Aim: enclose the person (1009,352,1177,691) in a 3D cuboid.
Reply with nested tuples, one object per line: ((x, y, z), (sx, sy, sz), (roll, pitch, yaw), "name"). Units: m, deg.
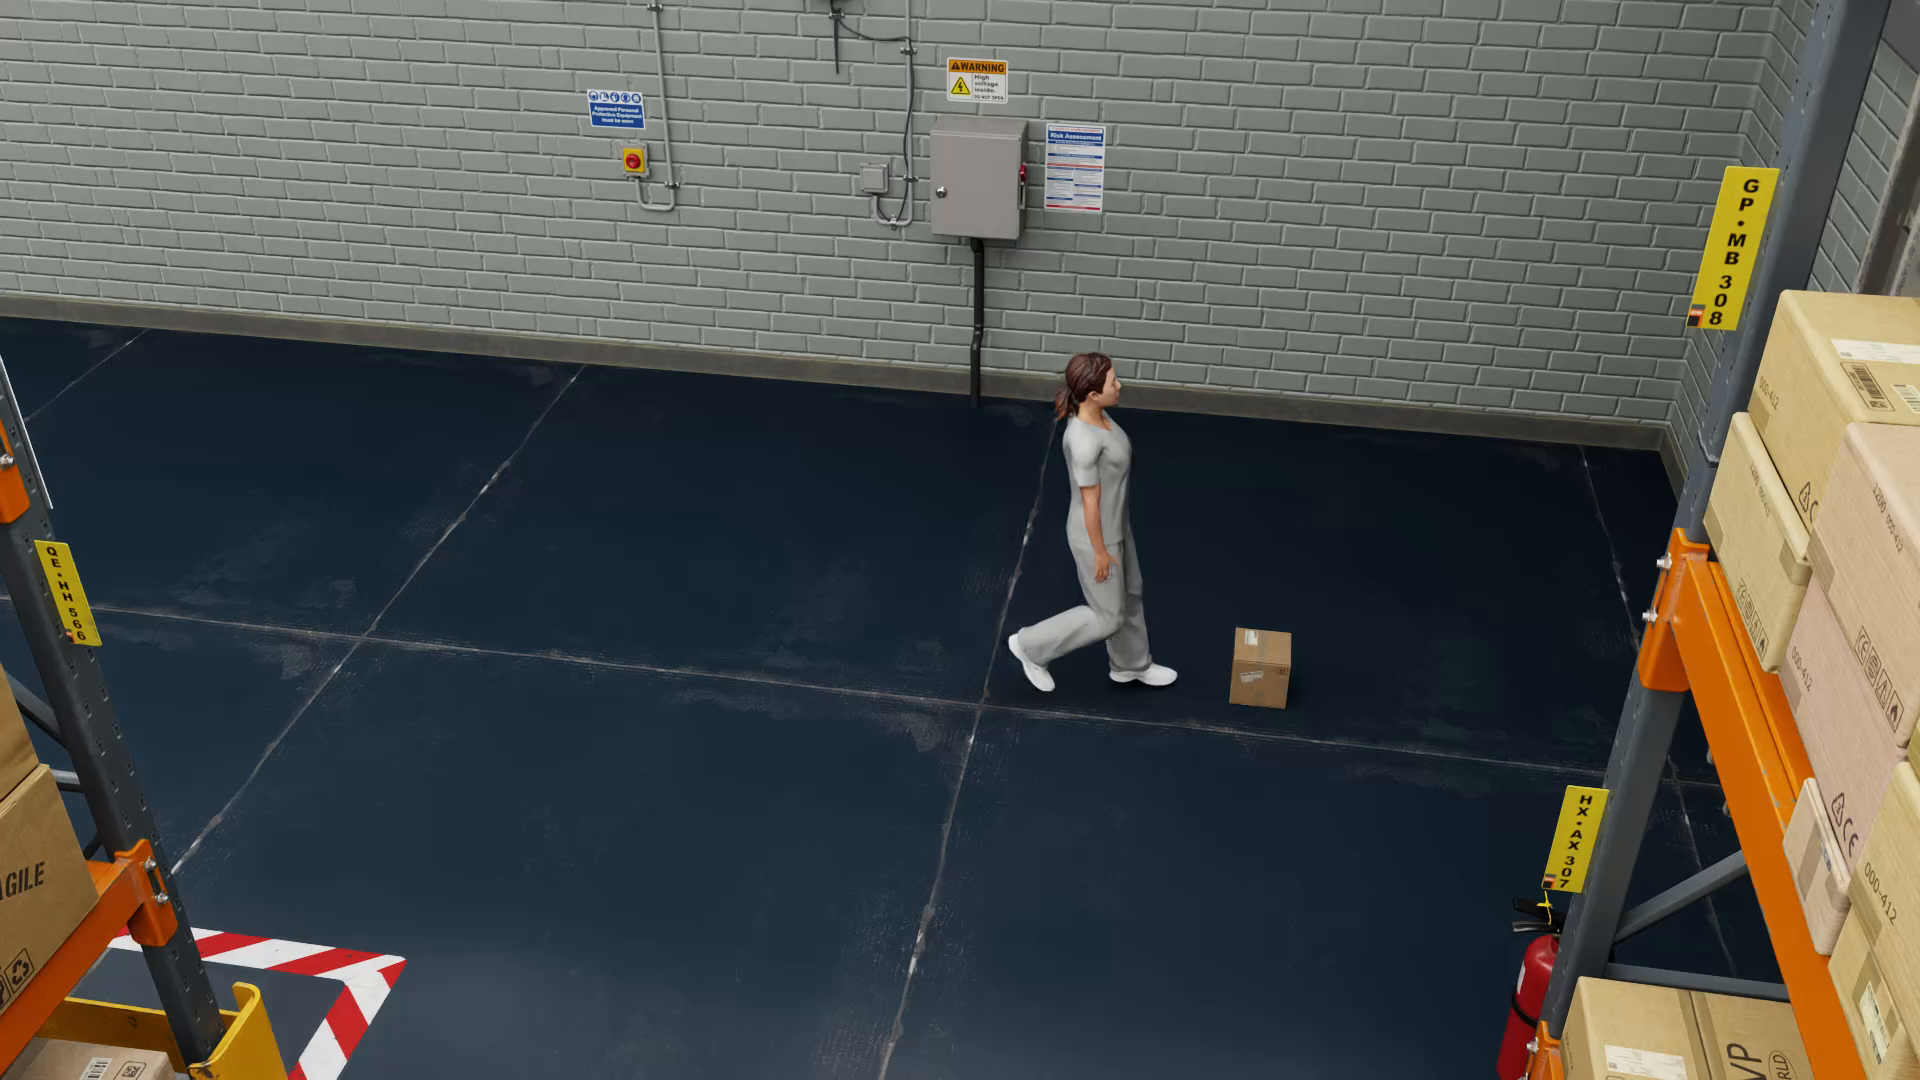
((0.609, -0.040, 7.184), (0.752, 1.653, 0.470), (7, 33, 10), "person")
